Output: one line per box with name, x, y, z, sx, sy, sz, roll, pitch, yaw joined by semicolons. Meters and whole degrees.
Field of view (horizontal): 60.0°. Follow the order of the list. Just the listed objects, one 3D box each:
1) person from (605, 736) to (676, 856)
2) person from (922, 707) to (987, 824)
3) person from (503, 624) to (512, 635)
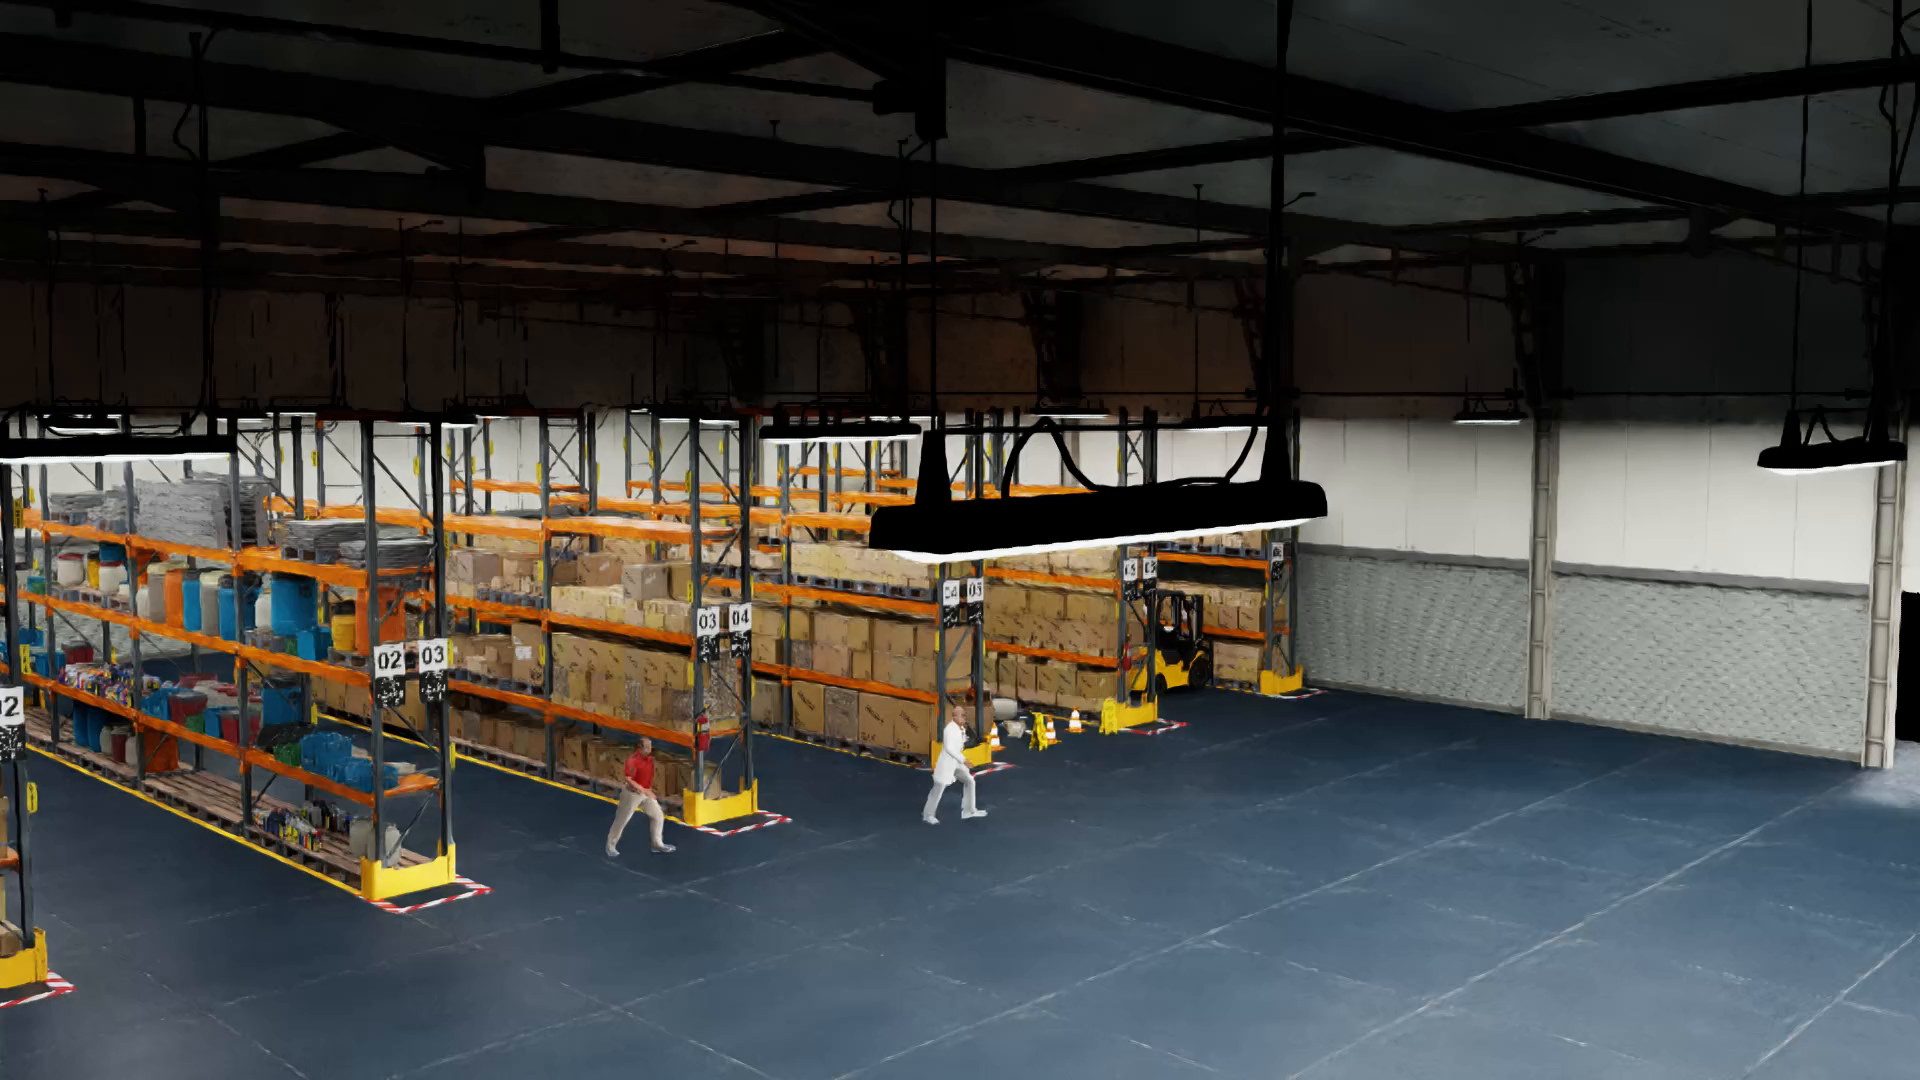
person;-4.416;3.479;22.746;0.863;1.658;0.700;3;6;27
person;-0.134;3.298;24.486;0.840;1.722;0.708;2;6;25
person;-11.509;1.778;42.147;0.648;1.621;0.507;1;5;9
